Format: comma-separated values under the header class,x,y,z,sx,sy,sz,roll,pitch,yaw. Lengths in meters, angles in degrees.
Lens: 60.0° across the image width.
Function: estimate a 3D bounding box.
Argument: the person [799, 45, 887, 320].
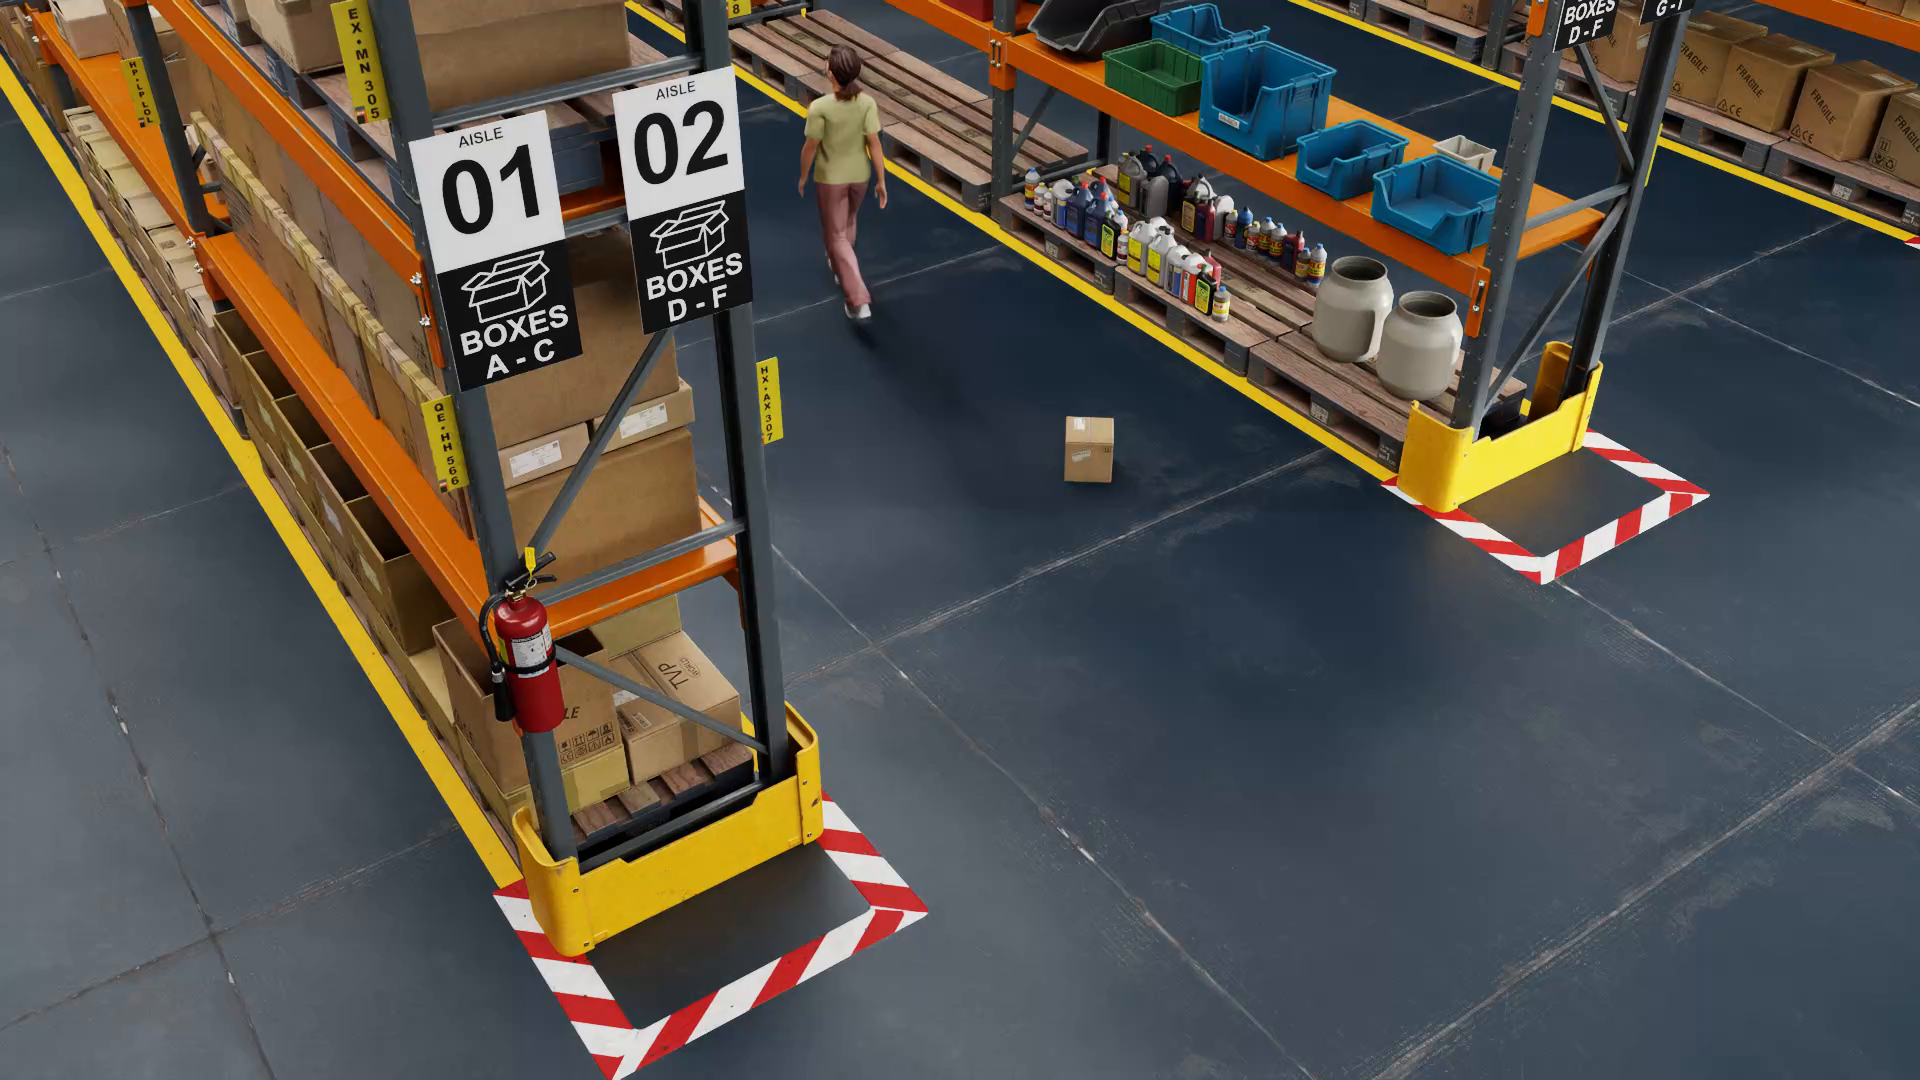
class,x,y,z,sx,sy,sz,roll,pitch,yaw
person,-0.712,-2.146,9.907,0.460,1.627,0.999,-15,39,-20
